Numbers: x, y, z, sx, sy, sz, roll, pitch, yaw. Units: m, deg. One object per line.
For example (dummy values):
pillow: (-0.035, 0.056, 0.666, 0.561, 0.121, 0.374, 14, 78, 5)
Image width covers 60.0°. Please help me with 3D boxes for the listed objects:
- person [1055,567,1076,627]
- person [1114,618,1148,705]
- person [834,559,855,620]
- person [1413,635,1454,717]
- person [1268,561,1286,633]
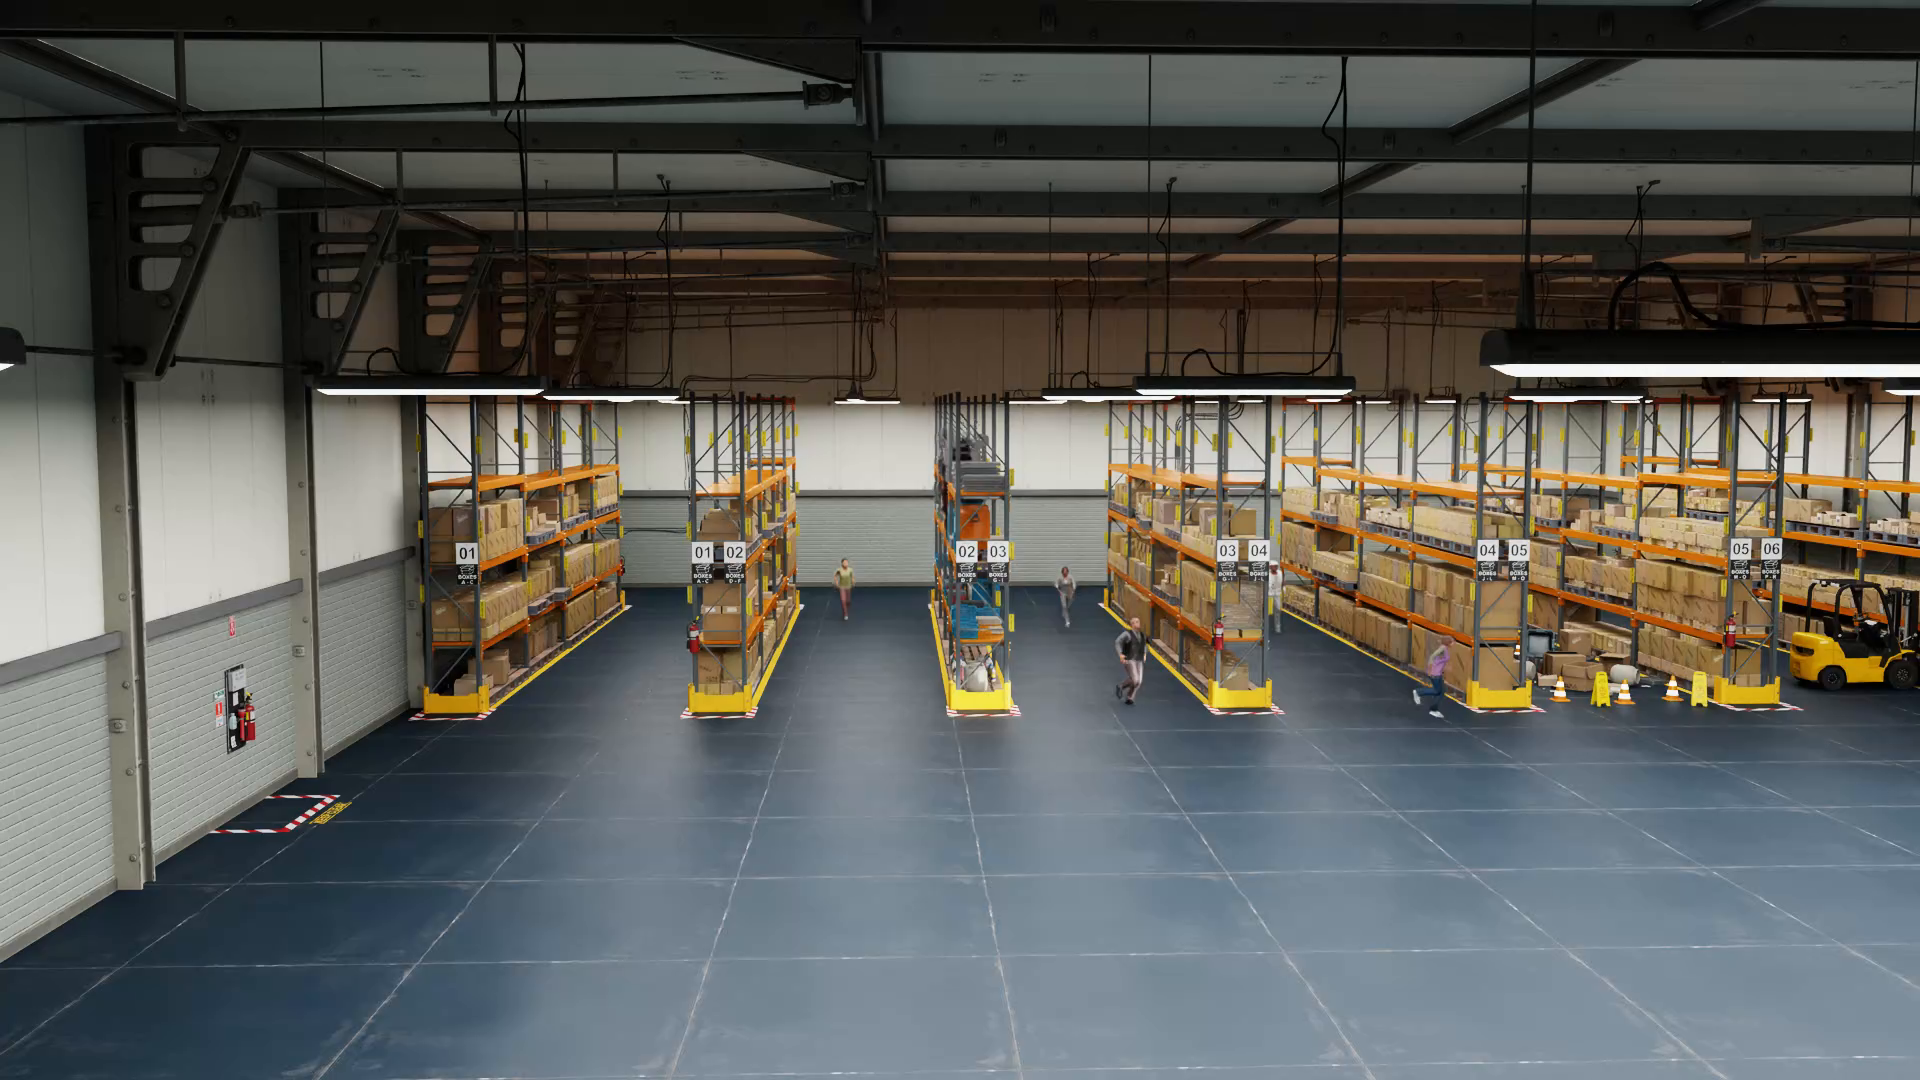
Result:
person: (2.767, 1.469, 43.663, 0.545, 1.582, 0.833, 0, 5, -3)
person: (3.361, 2.335, 32.059, 0.708, 1.660, 0.540, -3, 6, -36)
person: (-3.127, 1.310, 45.023, 0.564, 1.644, 0.813, -1, 5, -12)
person: (8.791, 2.515, 30.868, 0.721, 1.529, 0.533, 2, 5, 23)
person: (7.990, 1.434, 42.461, 0.699, 1.832, 0.850, -1, 5, -9)
